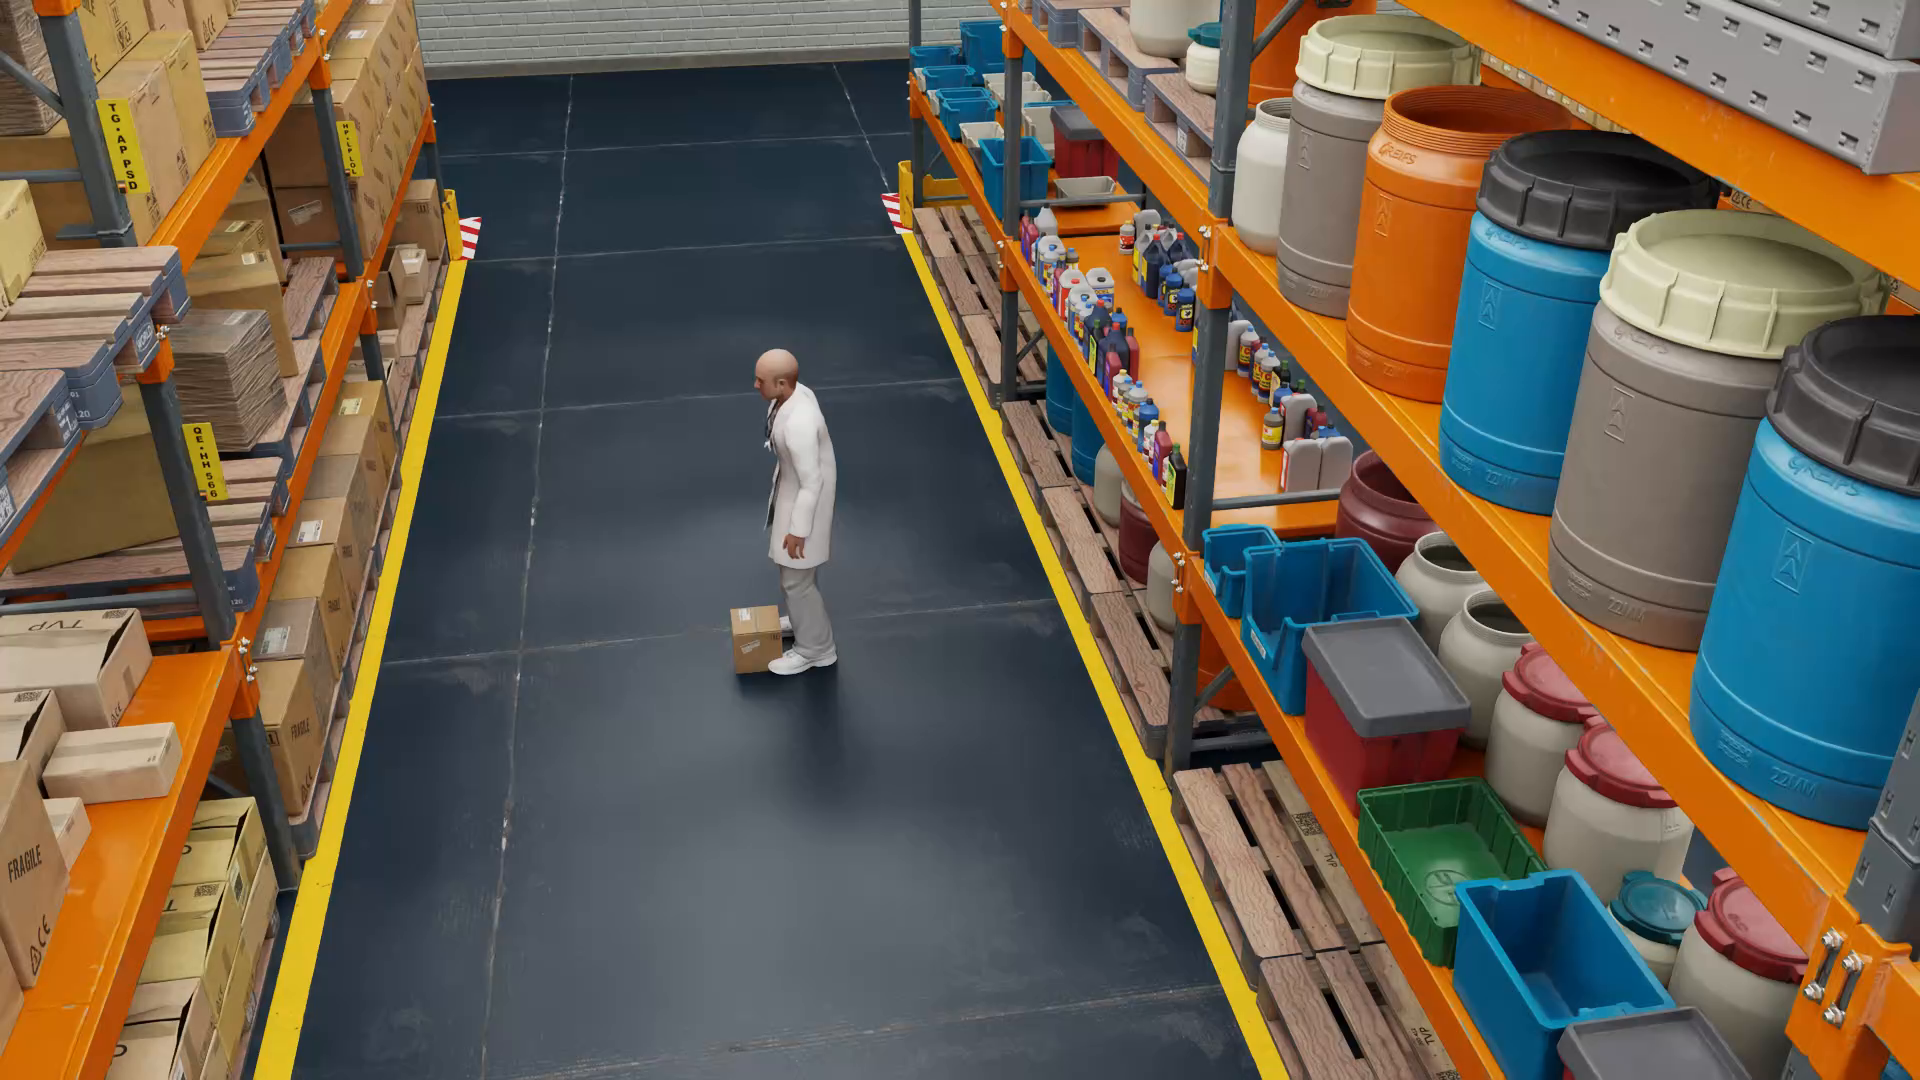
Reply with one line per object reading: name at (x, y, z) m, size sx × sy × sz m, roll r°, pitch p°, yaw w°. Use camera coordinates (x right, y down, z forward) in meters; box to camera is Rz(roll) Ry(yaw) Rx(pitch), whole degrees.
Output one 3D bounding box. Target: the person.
person at (-0.830, -0.157, 8.426) m, size 0.415 × 1.774 × 0.655 m, roll -6°, pitch 31°, yaw -10°
